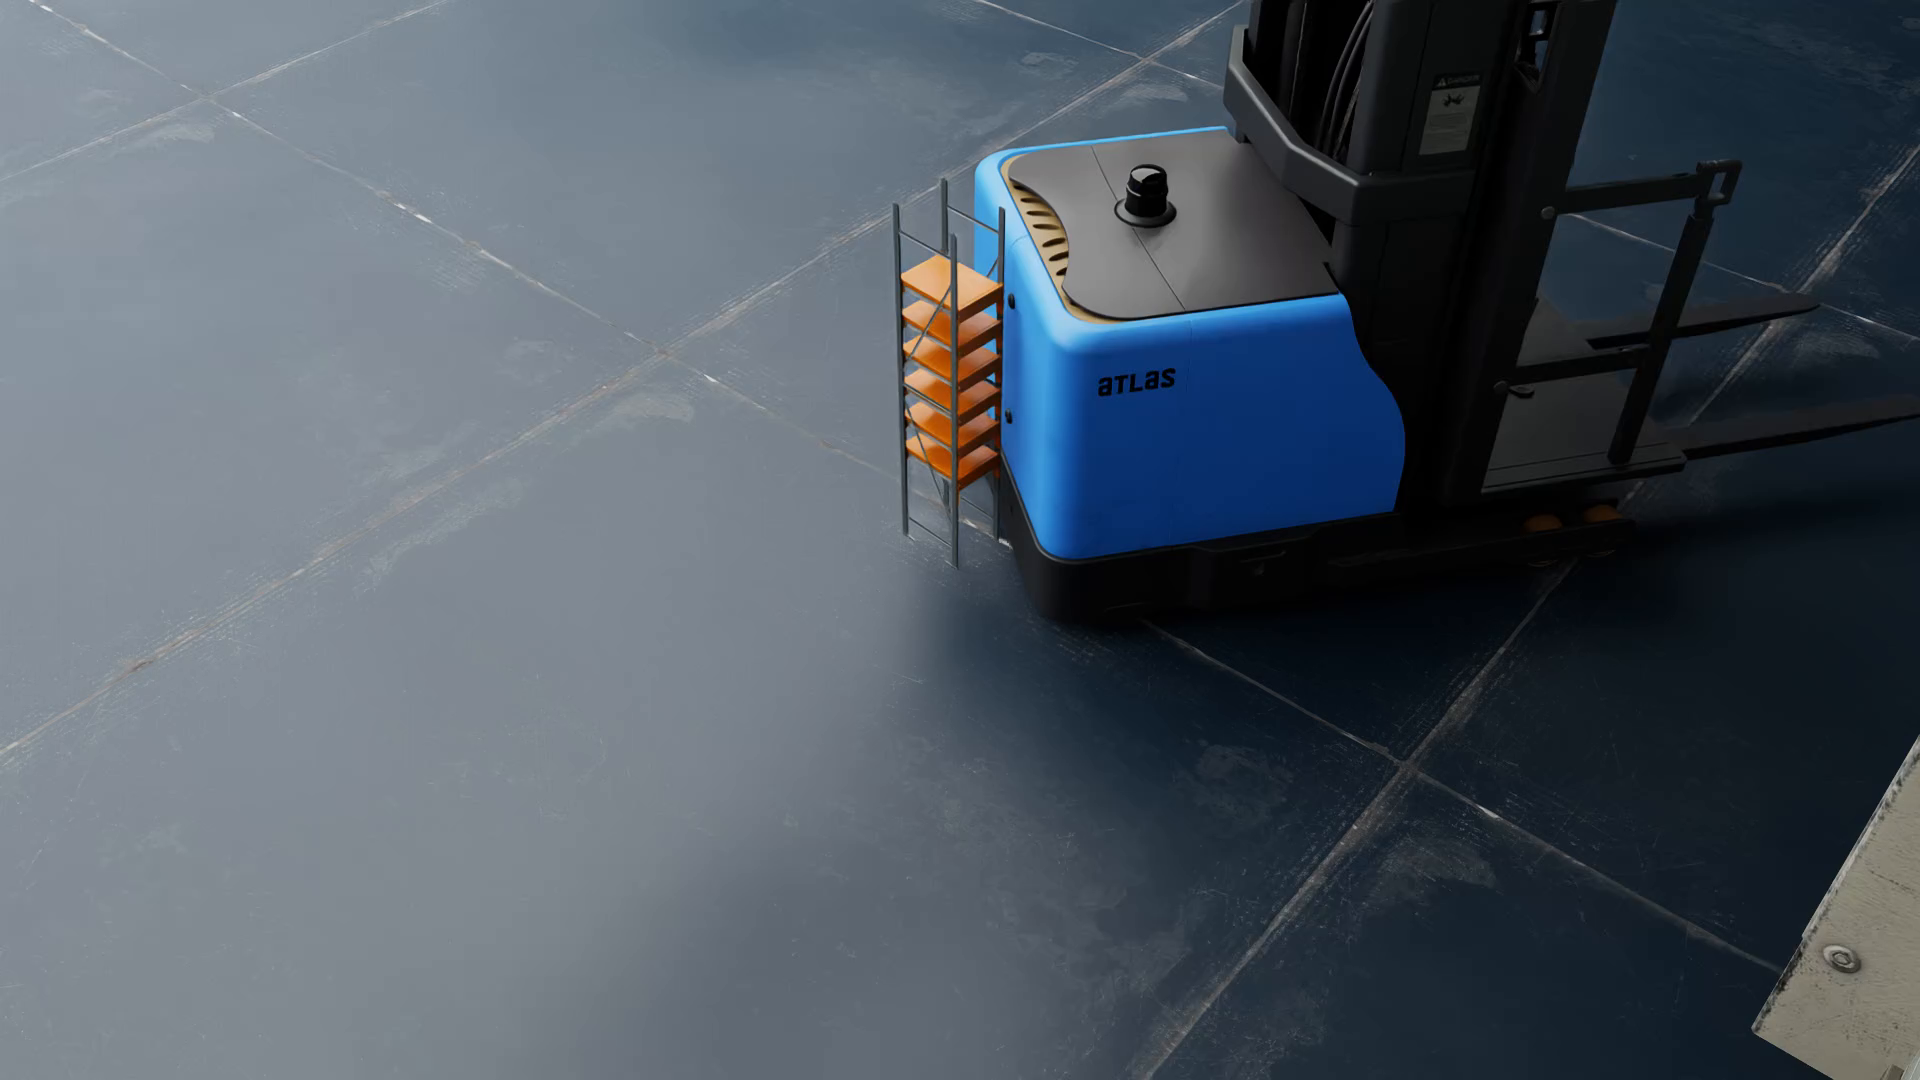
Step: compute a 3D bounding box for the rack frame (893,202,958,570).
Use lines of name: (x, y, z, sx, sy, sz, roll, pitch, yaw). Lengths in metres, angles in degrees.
rack frame: (-0.094, -0.408, 4.806, 0.240, 1.200, 0.006, 34, 52, 31)

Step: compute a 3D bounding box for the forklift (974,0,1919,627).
forklift: (1.602, -1.341, 4.546, 3.031, 2.935, 1.130, -9, 43, -9)

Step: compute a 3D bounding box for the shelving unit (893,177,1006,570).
shelving unit: (-0.029, -0.451, 4.855, 0.258, 1.200, 0.189, 34, 52, 31)

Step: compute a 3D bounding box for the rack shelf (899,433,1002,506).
rack shelf: (-0.029, -0.241, 5.046, 0.258, 0.103, 0.180, 34, 52, 31)

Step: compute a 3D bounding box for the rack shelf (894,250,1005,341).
rack shelf: (-0.029, -0.685, 4.642, 0.258, 0.103, 0.180, 34, 52, 31)

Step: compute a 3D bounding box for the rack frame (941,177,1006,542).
rack frame: (0.035, -0.495, 4.903, 0.240, 1.200, 0.006, 34, 52, 31)

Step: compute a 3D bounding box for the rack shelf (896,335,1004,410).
rack shelf: (-0.029, -0.507, 4.804, 0.258, 0.103, 0.180, 34, 52, 31)

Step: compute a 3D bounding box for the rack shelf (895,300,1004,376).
rack shelf: (-0.029, -0.596, 4.723, 0.258, 0.103, 0.180, 34, 52, 31)

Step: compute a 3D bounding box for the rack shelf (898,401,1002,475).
rack shelf: (-0.029, -0.330, 4.965, 0.258, 0.103, 0.180, 34, 52, 31)

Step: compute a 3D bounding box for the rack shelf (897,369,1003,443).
rack shelf: (-0.029, -0.419, 4.884, 0.258, 0.103, 0.180, 34, 52, 31)
